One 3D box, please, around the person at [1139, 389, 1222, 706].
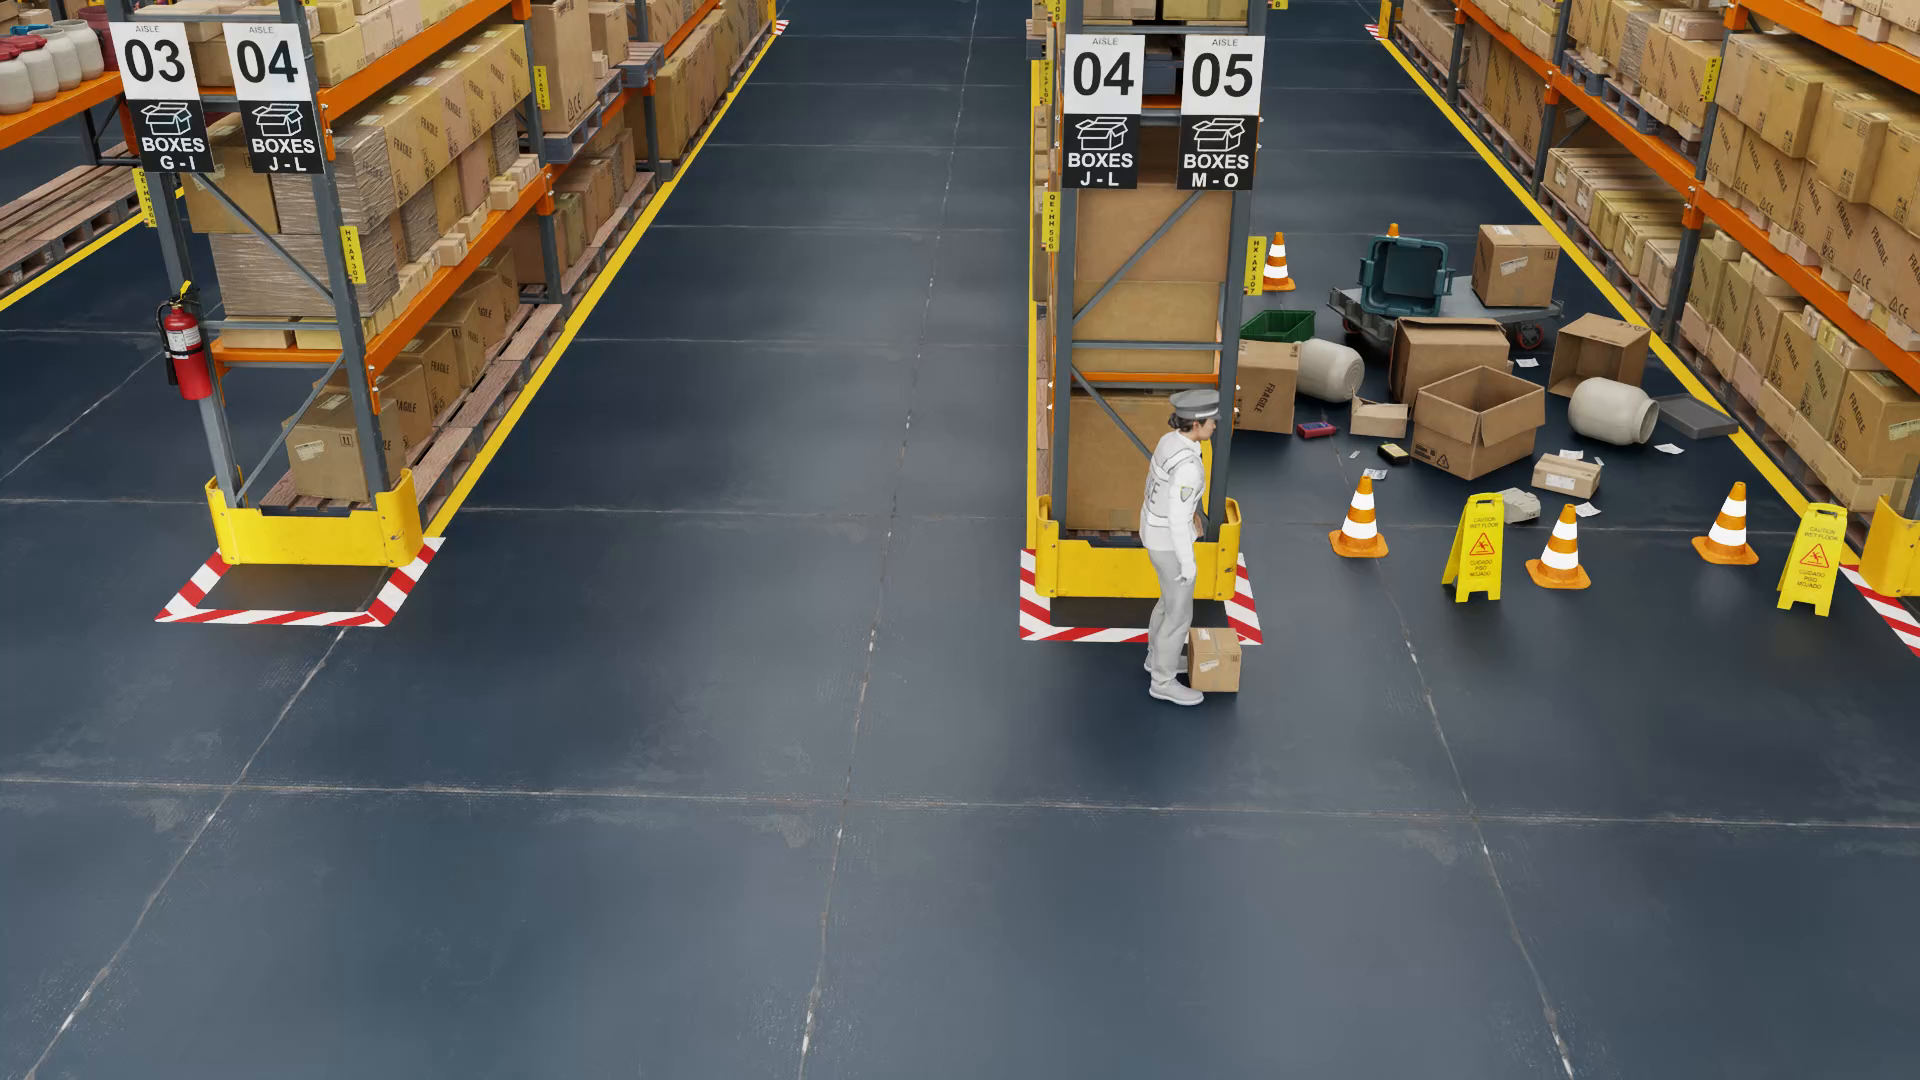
[{"bbox_3d":[1.117,0.016,8.589,0.374,1.661,0.540,-1,28,-1],"label":"person"}]
